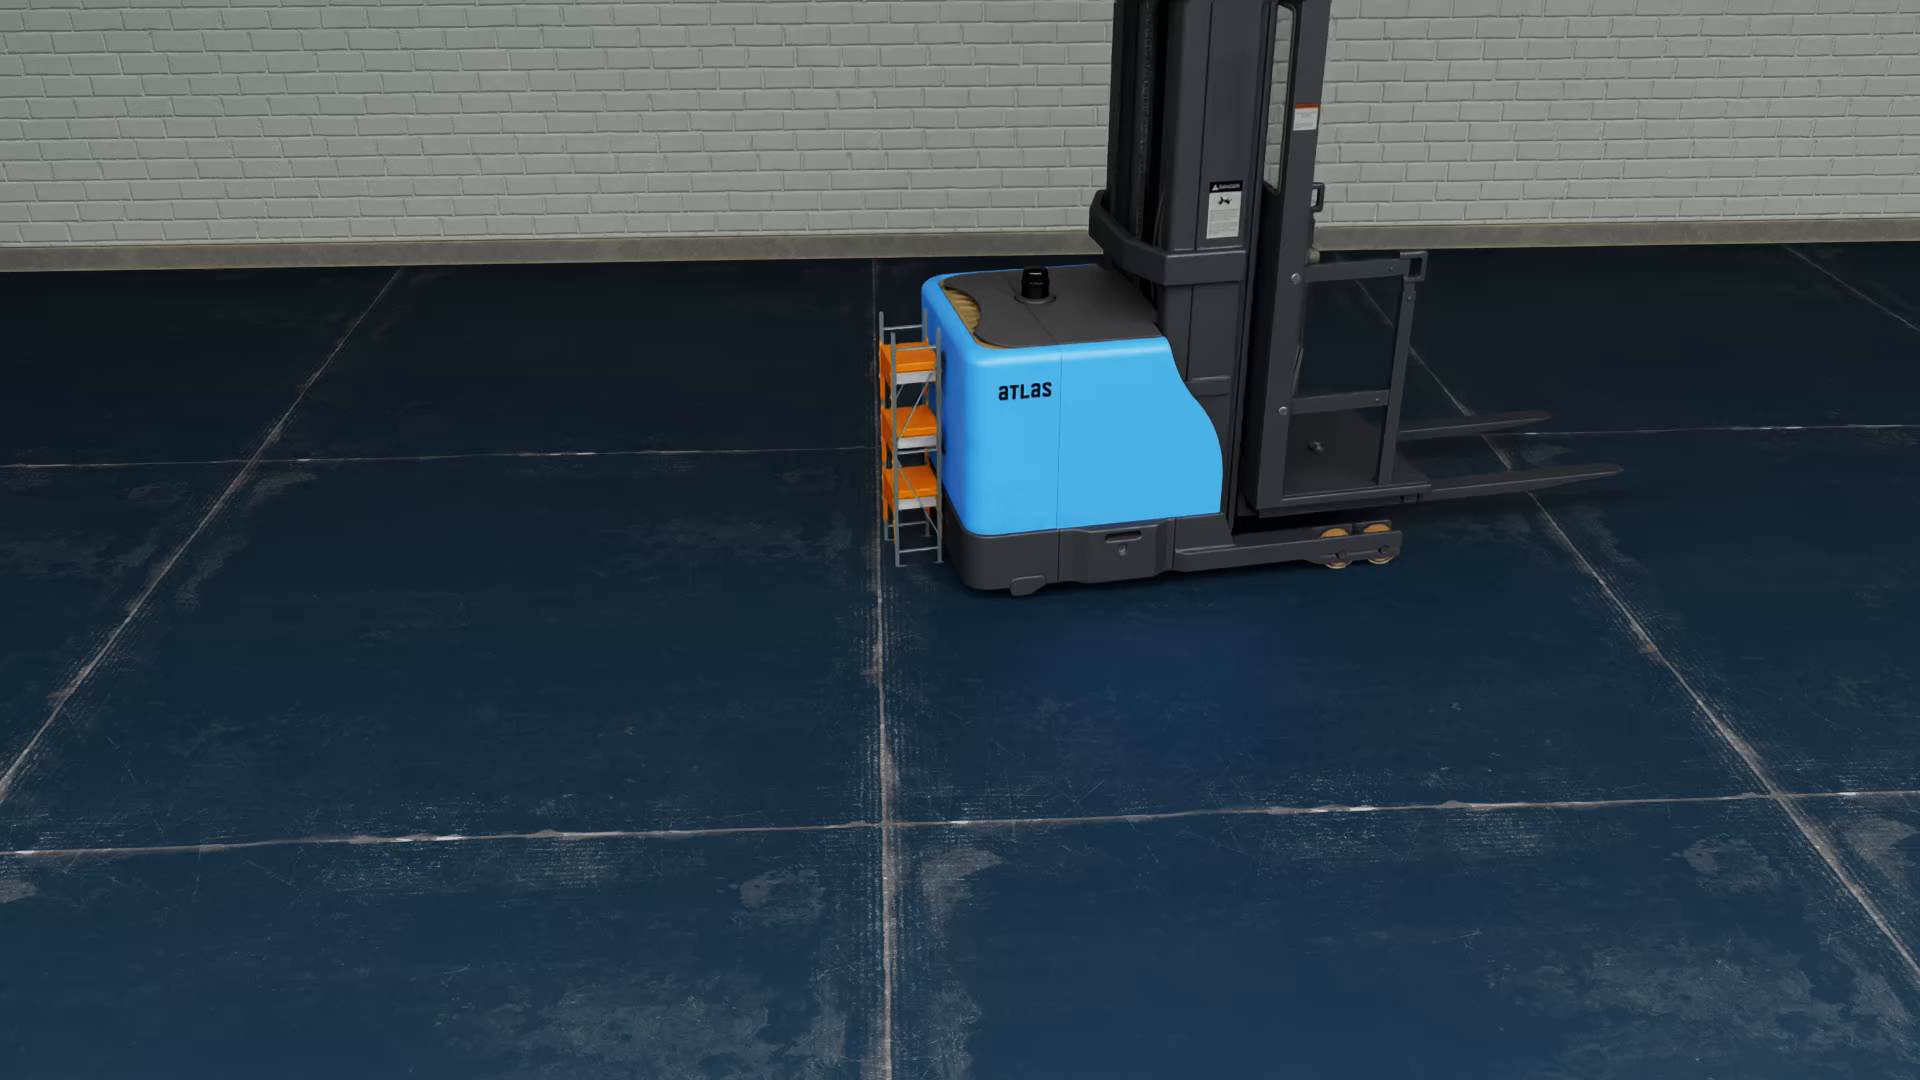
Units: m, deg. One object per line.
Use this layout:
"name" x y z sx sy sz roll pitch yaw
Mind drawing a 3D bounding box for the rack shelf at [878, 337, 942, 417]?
"rack shelf" -0.203 -0.658 6.785 0.215 0.259 0.240 -6 28 -12

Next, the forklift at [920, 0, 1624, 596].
"forklift" 1.394 -1.411 6.786 3.031 2.935 1.130 -6 28 -11

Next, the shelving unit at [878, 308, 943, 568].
"shelving unit" -0.203 -0.416 6.911 0.215 1.050 0.252 -6 28 -12

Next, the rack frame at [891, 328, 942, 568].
"rack frame" -0.175 -0.361 6.806 0.200 1.050 0.008 -6 28 -12

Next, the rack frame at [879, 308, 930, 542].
"rack frame" -0.231 -0.470 7.017 0.200 1.050 0.008 -6 28 -12

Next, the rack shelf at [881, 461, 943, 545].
"rack shelf" -0.203 -0.160 7.045 0.215 0.259 0.240 -6 28 -12

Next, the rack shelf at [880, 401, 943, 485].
"rack shelf" -0.203 -0.406 6.916 0.215 0.259 0.240 -6 28 -12
